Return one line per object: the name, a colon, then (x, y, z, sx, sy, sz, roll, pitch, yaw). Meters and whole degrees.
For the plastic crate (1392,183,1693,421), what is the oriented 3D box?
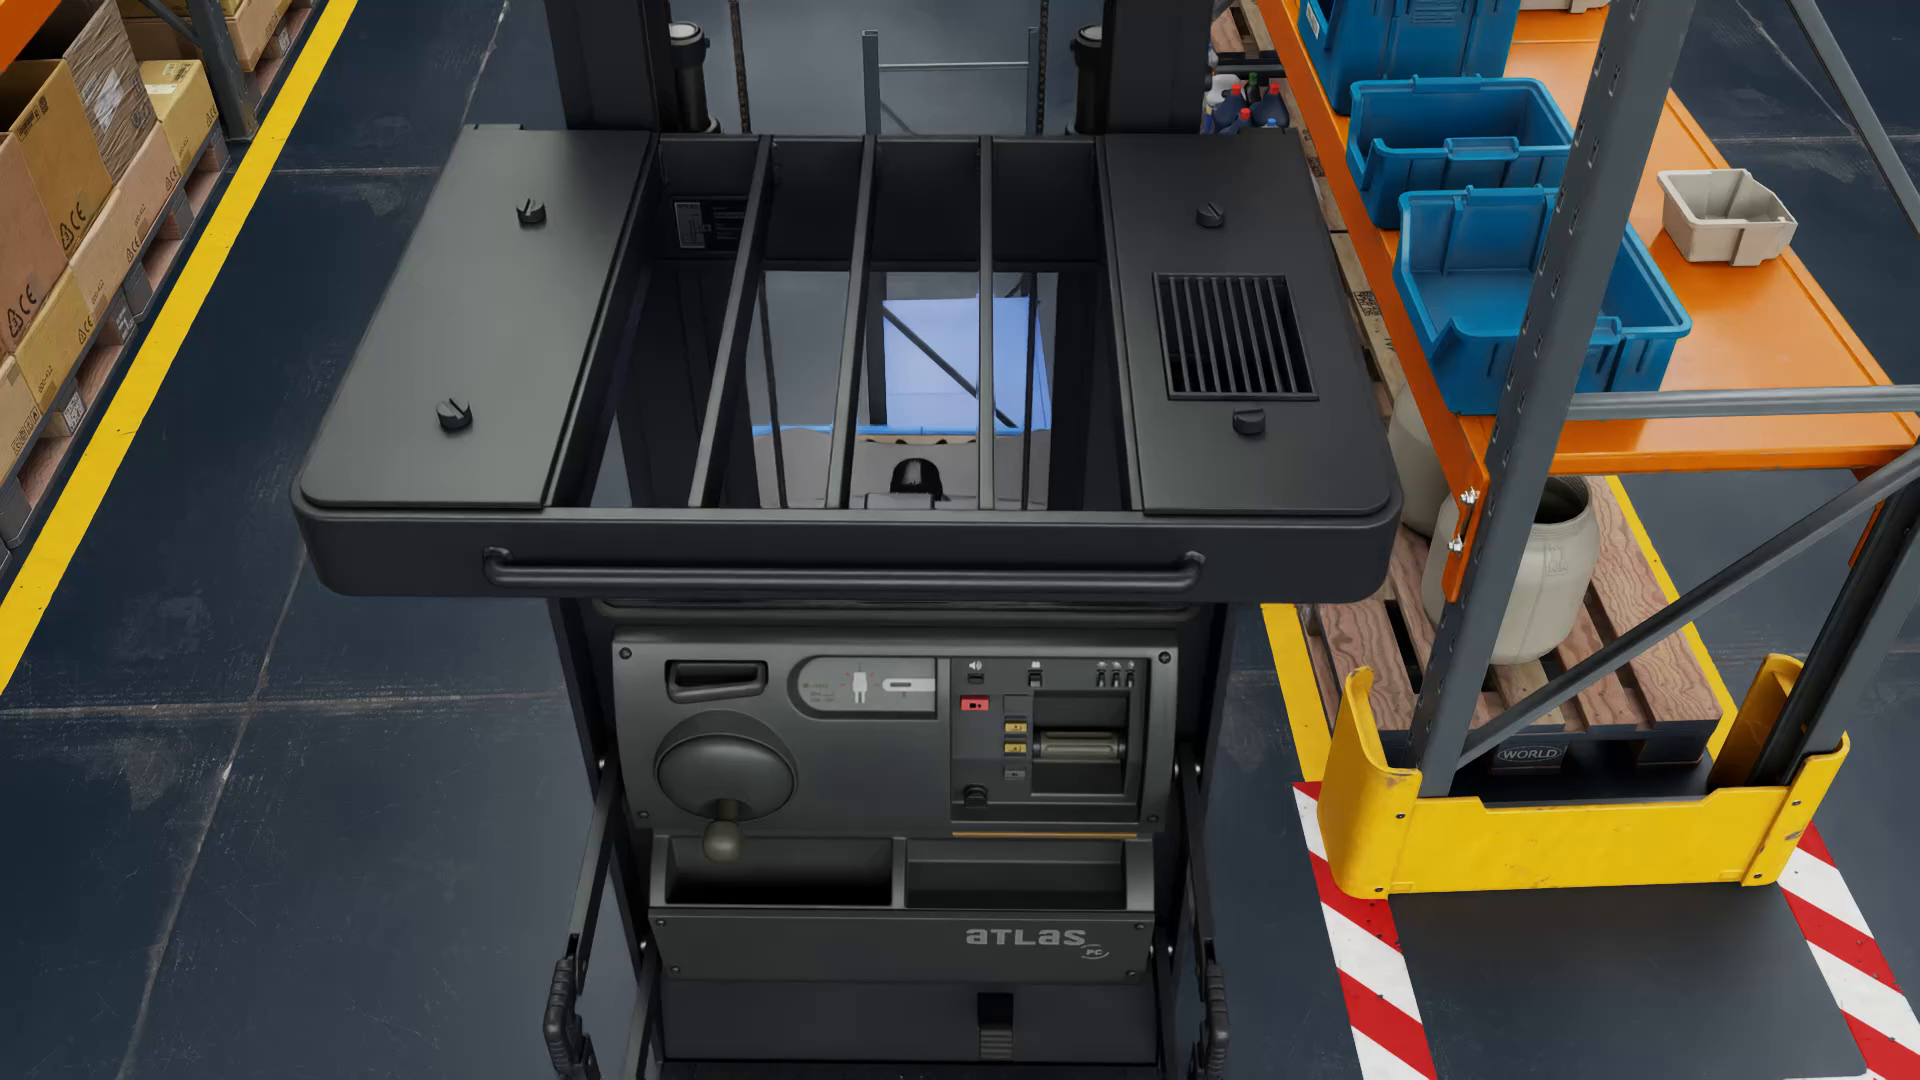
plastic crate: (1.274, -0.544, 3.734, 0.499, 0.251, 0.616, -2, 43, -2)

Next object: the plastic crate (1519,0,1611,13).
plastic crate: (1.746, -1.784, 5.171, 0.530, 0.136, 0.437, -2, 43, -2)

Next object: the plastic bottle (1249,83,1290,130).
plastic bottle: (1.188, -1.603, 6.414, 0.144, 0.351, 0.185, -2, 43, -2)

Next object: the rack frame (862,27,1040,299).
rack frame: (-0.018, -0.838, 5.055, 0.500, 1.500, 0.032, -2, 43, -2)

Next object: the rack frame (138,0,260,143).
rack frame: (-3.525, -2.830, 6.118, 1.000, 3.000, 0.127, -2, 43, -2)

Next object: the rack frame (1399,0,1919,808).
rack frame: (1.594, -0.270, 3.324, 1.000, 3.000, 0.127, -2, 43, -2)

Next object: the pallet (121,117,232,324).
pallet: (-3.533, -1.264, 6.473, 1.003, 0.211, 1.213, -2, 43, -2)

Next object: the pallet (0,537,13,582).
pallet: (-3.429, 0.383, 4.676, 1.003, 0.211, 1.213, -2, 43, -2)

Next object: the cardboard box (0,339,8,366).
cardboard box: (-3.213, -0.591, 4.844, 0.500, 0.500, 0.500, -2, 43, -2)

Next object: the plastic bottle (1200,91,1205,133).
plastic bottle: (1.009, -1.736, 6.669, 0.097, 0.201, 0.097, 0, 43, 0)

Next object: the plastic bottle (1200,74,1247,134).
plastic bottle: (1.041, -1.683, 6.556, 0.152, 0.276, 0.135, 0, 43, 0)

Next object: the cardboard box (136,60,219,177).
cardboard box: (-3.287, -1.665, 6.570, 0.500, 0.250, 0.500, -2, 43, -2)

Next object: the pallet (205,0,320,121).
pallet: (-3.595, -2.299, 7.601, 1.003, 0.211, 1.213, -2, 43, -2)

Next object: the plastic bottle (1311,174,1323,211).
plastic bottle: (1.217, -1.178, 6.005, 0.152, 0.276, 0.135, -2, 43, -2)

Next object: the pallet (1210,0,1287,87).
pallet: (1.352, -2.471, 7.790, 1.003, 0.211, 1.213, -2, 43, -2)

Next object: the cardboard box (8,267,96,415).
cardboard box: (-3.217, -0.652, 5.466, 0.500, 0.250, 0.500, -2, 43, -2)

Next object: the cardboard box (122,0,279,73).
cardboard box: (-3.294, -2.251, 7.210, 0.500, 0.250, 0.500, -3, 43, -3)

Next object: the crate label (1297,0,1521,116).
crate label: (1.246, -1.517, 4.659, 0.502, 0.435, 0.616, -2, 43, -2)

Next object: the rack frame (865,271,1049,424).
rack frame: (0.025, -0.152, 4.306, 0.500, 1.500, 0.032, -2, 43, -2)

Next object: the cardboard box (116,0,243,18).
cardboard box: (-3.293, -2.464, 7.028, 0.500, 0.311, 0.500, -2, 43, -2)

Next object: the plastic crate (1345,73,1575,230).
plastic crate: (1.252, -0.983, 4.212, 0.499, 0.251, 0.408, -2, 43, -2)

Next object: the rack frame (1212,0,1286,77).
rack frame: (1.424, -2.970, 6.270, 1.000, 3.000, 0.127, -2, 43, -2)

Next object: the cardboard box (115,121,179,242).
cardboard box: (-3.275, -1.327, 6.202, 0.500, 0.250, 0.500, -2, 43, -2)

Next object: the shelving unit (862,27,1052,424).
shelving unit: (0.004, -0.495, 4.680, 0.538, 1.500, 1.048, -2, 43, -2)

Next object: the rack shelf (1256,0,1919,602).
rack shelf: (1.509, -1.355, 5.040, 1.077, 0.370, 4.000, -2, 43, -2)

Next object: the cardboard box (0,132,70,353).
cardboard box: (-3.216, -0.929, 5.212, 0.500, 0.500, 0.500, -2, 43, -2)

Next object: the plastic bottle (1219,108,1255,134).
plastic bottle: (1.052, -1.471, 6.270, 0.144, 0.351, 0.185, -3, 43, -4)

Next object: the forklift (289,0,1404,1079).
forklift: (-0.107, 0.426, 2.616, 1.130, 2.935, 3.031, 0, 43, 0)

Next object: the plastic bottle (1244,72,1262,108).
plastic bottle: (1.147, -1.689, 6.557, 0.061, 0.283, 0.133, -2, 43, -2)

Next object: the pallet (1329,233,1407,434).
pallet: (1.466, -0.662, 5.816, 1.003, 0.211, 1.213, -2, 43, -2)

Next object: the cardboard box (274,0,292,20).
cardboard box: (-3.315, -2.596, 7.586, 0.500, 0.250, 0.500, -1, 43, -1)

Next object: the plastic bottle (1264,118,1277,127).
plastic bottle: (1.171, -1.475, 6.333, 0.097, 0.271, 0.097, 0, 43, 0)

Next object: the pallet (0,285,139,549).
pallet: (-3.478, -0.439, 5.572, 1.003, 0.211, 1.213, -2, 43, -2)

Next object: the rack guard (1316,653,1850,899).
rack guard: (1.544, 0.602, 4.223, 1.175, 0.500, 0.348, -2, 43, -2)

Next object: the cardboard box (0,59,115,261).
cardboard box: (-3.252, -1.266, 5.580, 0.500, 0.500, 0.500, -2, 43, -2)

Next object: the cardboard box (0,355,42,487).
cardboard box: (-3.201, -0.315, 5.097, 0.500, 0.250, 0.500, -2, 43, -2)

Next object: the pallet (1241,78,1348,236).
pallet: (1.411, -1.487, 6.716, 1.003, 0.211, 1.213, -2, 43, -2)

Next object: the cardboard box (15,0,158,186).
cardboard box: (-3.277, -1.603, 5.948, 0.500, 0.500, 0.500, -2, 43, -2)

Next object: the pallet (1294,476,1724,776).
pallet: (1.515, 0.160, 4.919, 1.003, 0.211, 1.213, -2, 43, -2)

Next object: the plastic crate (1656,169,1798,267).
plastic crate: (1.878, -0.786, 4.082, 0.298, 0.136, 0.250, -2, 43, -2)

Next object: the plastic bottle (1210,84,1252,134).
plastic bottle: (1.044, -1.599, 6.409, 0.144, 0.351, 0.185, -1, 43, -1)

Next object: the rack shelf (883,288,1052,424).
rack shelf: (0.004, -0.363, 4.802, 0.538, 0.185, 1.000, -2, 43, -2)

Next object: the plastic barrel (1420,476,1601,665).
plastic barrel: (1.490, 0.051, 4.505, 0.421, 0.512, 0.421, 0, 43, 0)

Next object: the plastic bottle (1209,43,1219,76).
plastic bottle: (1.000, -1.899, 6.795, 0.097, 0.271, 0.097, 0, 43, 0)

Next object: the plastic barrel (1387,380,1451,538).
plastic barrel: (1.469, -0.288, 4.874, 0.421, 0.512, 0.421, 0, 43, 0)

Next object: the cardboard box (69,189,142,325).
cardboard box: (-3.239, -0.990, 5.834, 0.500, 0.250, 0.500, -2, 43, -2)
